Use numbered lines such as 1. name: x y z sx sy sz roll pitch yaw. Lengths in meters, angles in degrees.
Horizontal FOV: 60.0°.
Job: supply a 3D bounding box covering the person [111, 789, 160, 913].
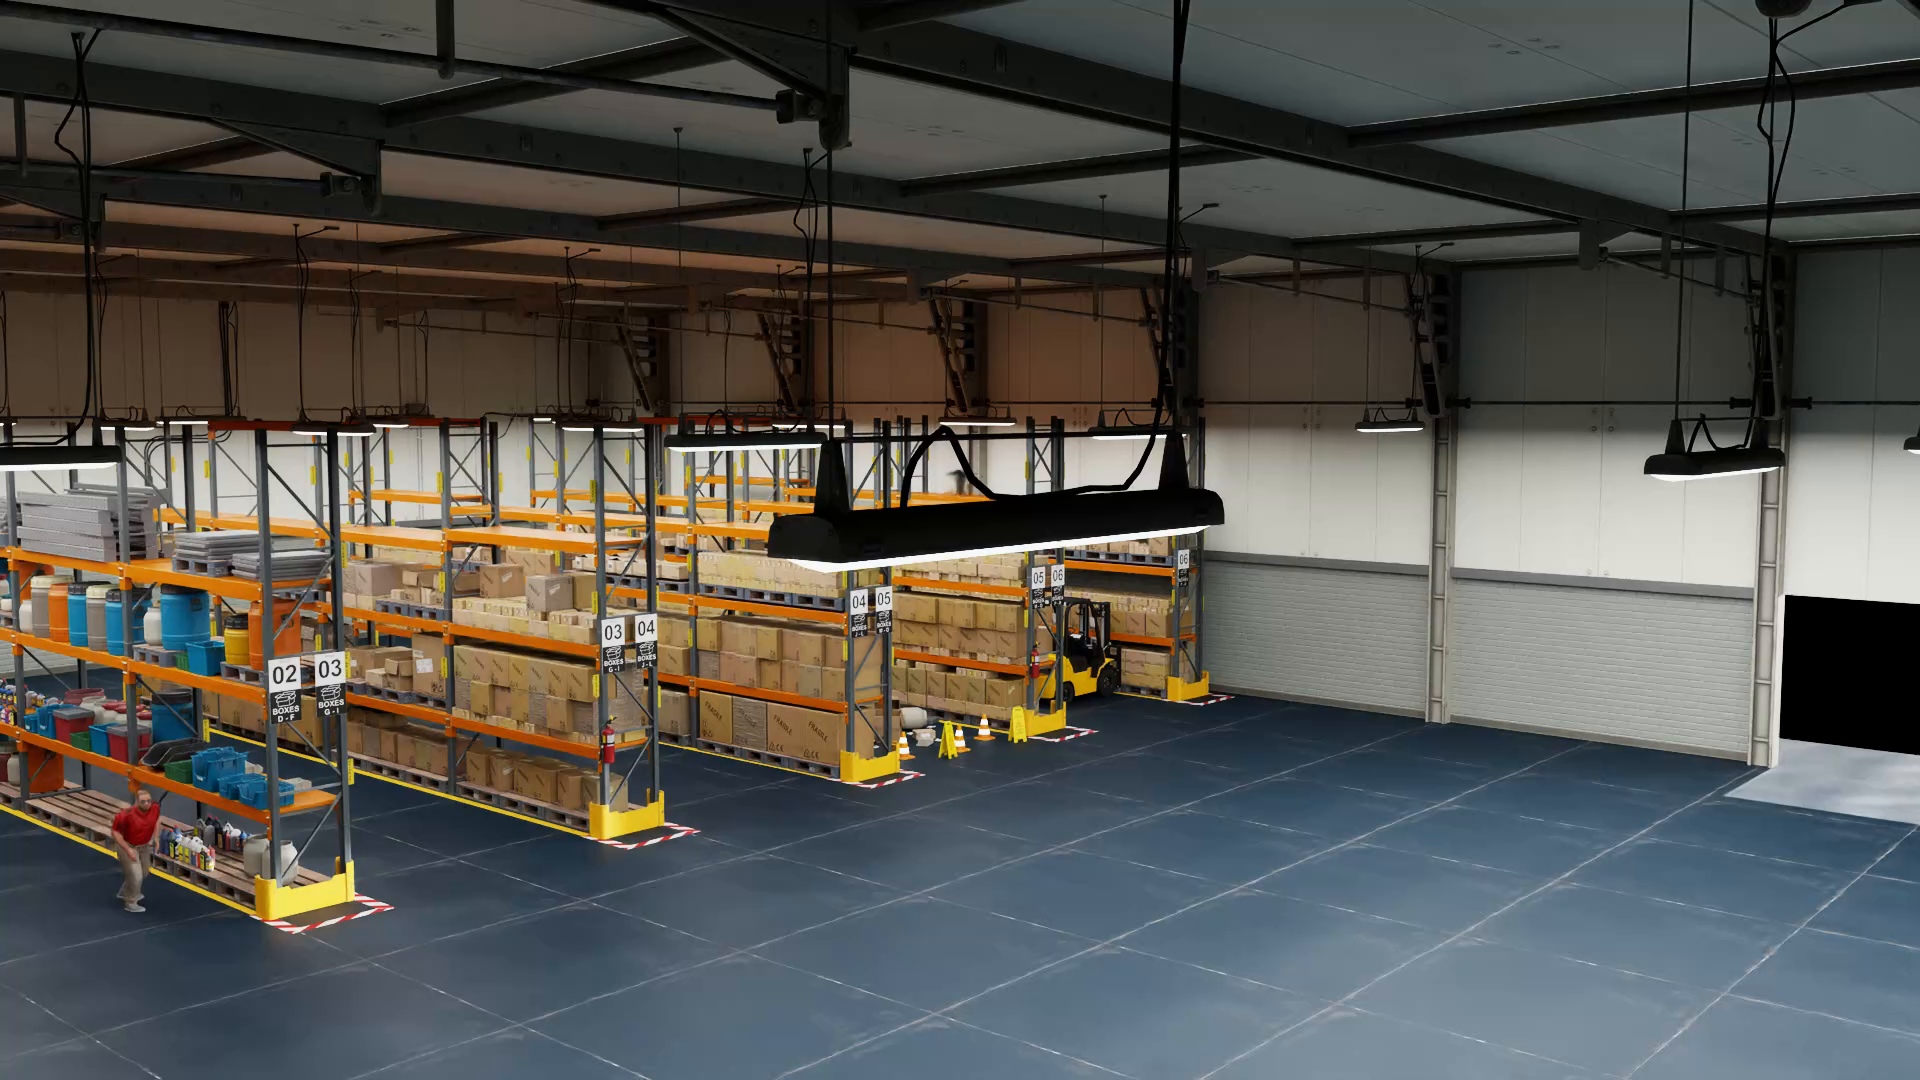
1. person: -10.274 3.827 20.662 0.875 1.580 0.710 2 5 20
